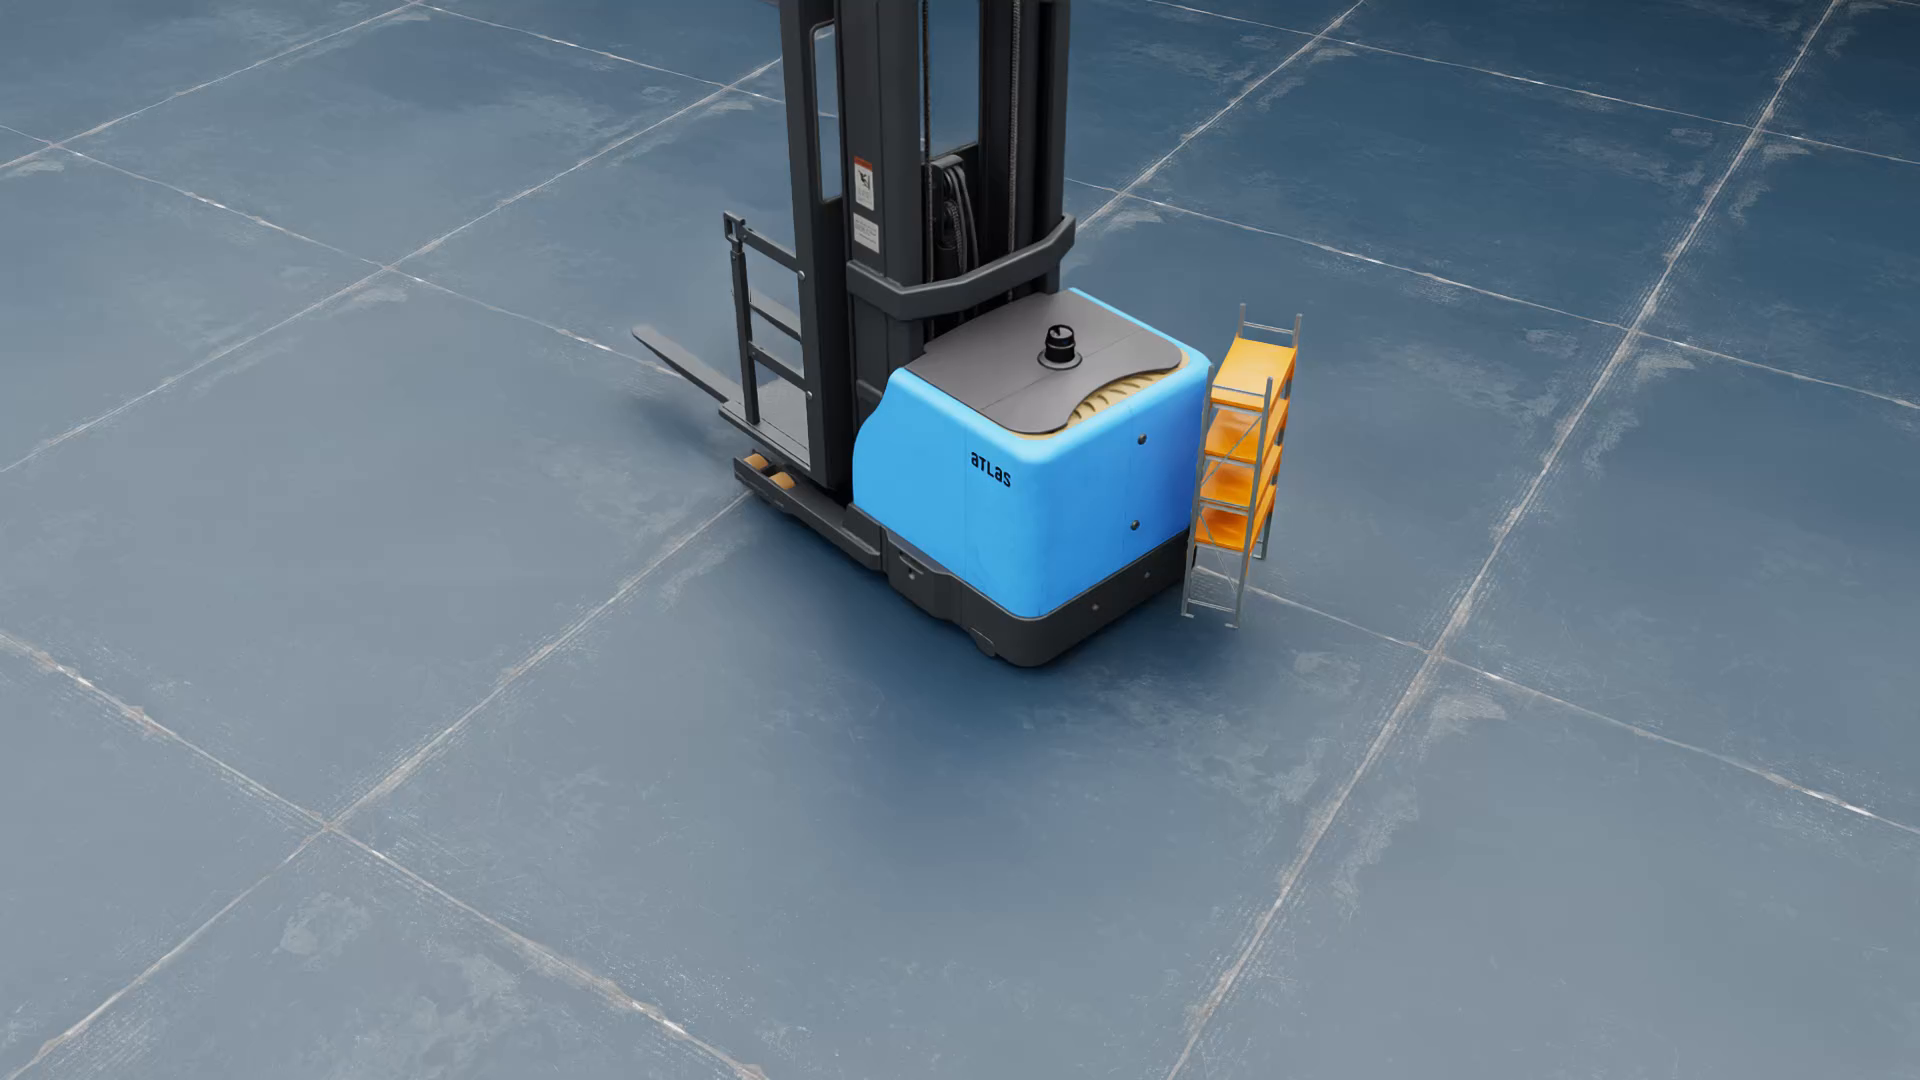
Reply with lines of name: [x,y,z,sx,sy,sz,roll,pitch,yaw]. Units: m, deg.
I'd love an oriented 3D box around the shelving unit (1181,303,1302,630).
shelving unit: [1.114,-0.280,6.629,0.258,1.200,0.503,14,40,17]

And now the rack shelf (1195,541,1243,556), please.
rack shelf: [1.113,-0.092,6.774,0.199,0.029,0.442,14,40,17]

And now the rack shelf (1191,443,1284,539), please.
rack shelf: [1.114,-0.226,6.670,0.258,0.148,0.480,14,40,17]

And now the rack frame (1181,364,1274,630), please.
rack frame: [1.025,-0.141,6.449,0.240,1.200,0.015,14,40,17]

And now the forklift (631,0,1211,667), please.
forklift: [-0.369,-1.481,6.770,1.130,2.935,3.031,-29,46,-32]

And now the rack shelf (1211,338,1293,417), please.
rack shelf: [1.116,-0.621,6.364,0.221,0.050,0.457,14,40,17]

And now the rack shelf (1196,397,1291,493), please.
rack shelf: [1.115,-0.403,6.533,0.258,0.148,0.480,14,40,17]

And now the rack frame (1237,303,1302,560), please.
rack frame: [1.203,-0.418,6.809,0.240,1.200,0.015,14,40,17]
